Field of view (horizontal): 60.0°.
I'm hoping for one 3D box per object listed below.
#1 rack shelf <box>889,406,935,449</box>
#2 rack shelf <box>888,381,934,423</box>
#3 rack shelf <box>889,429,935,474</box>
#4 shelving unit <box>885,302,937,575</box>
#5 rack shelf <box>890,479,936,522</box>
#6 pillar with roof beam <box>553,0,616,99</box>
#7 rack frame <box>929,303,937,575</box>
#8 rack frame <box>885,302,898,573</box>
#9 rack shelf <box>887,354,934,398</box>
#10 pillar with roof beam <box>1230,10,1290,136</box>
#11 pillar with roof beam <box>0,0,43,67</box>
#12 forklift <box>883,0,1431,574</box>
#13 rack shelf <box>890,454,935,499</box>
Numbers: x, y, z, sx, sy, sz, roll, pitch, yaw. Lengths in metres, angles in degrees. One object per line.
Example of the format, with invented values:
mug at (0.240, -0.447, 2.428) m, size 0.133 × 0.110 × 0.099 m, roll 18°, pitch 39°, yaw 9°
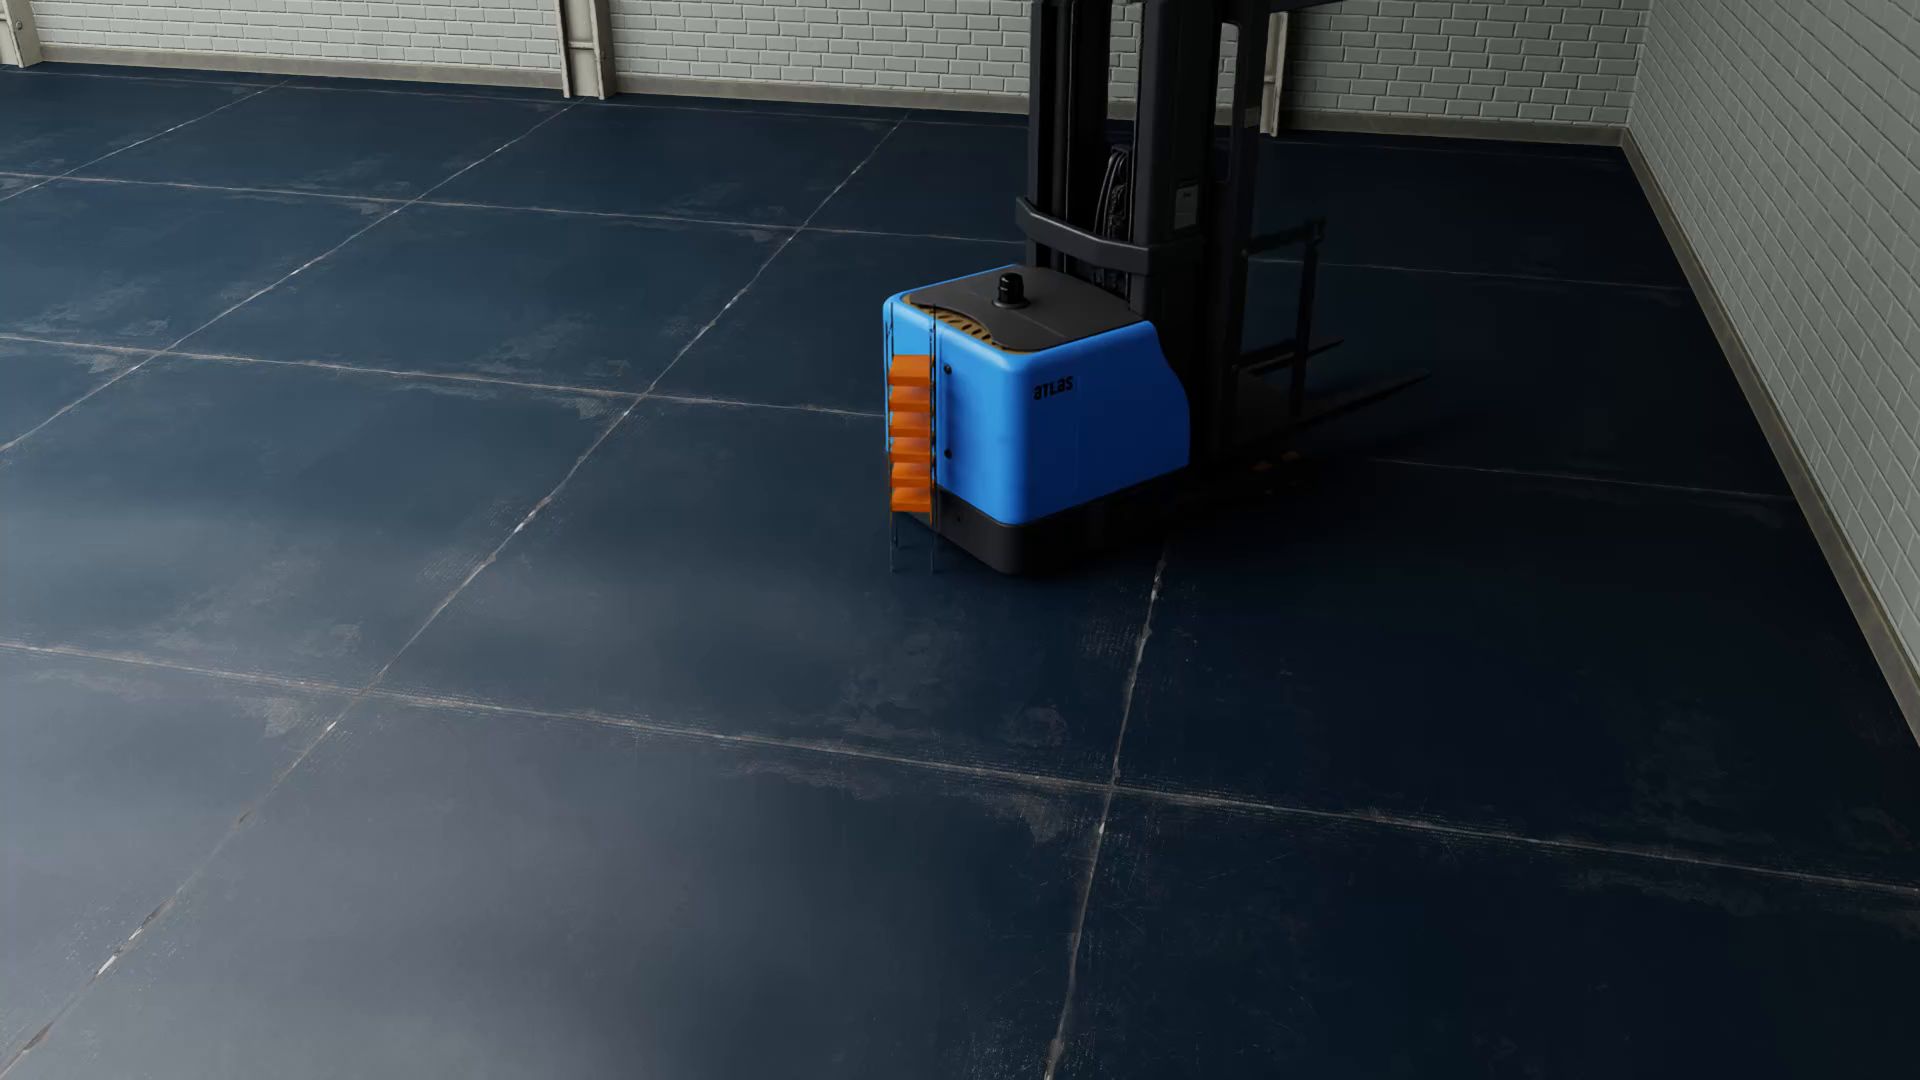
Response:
rack shelf at (-0.208, -0.497, 7.251) m, size 0.180 × 0.103 × 0.258 m, roll 2°, pitch 29°, yaw 4°
rack shelf at (-0.208, -0.603, 7.194) m, size 0.180 × 0.103 × 0.258 m, roll 2°, pitch 29°, yaw 4°
rack shelf at (-0.208, -0.392, 7.309) m, size 0.180 × 0.103 × 0.258 m, roll 2°, pitch 29°, yaw 4°
shelving unit at (-0.208, -0.431, 7.288) m, size 0.189 × 1.200 × 0.258 m, roll 2°, pitch 29°, yaw 4°
rack shelf at (-0.208, -0.182, 7.425) m, size 0.180 × 0.103 × 0.258 m, roll 2°, pitch 29°, yaw 4°
pillar with roof beam at (-4.269, -5.998, 9.334) m, size 0.400 × 9.000 × 9.100 m, roll 6°, pitch 29°, yaw 11°
rack frame at (-0.117, -0.428, 7.282) m, size 0.006 × 1.200 × 0.240 m, roll 2°, pitch 29°, yaw 4°
rack frame at (-0.299, -0.434, 7.293) m, size 0.006 × 1.200 × 0.240 m, roll 2°, pitch 29°, yaw 4°
rack shelf at (-0.208, -0.708, 7.136) m, size 0.180 × 0.103 × 0.258 m, roll 2°, pitch 29°, yaw 4°
pillar with roof beam at (1.599, -5.396, 8.235) m, size 0.400 × 9.000 × 9.100 m, roll 6°, pitch 29°, yaw 11°
pillar with roof beam at (-10.137, -6.599, 10.433) m, size 0.400 × 9.000 × 9.100 m, roll 6°, pitch 29°, yaw 11°
forklift at (1.121, -1.686, 7.778) m, size 3.031 × 2.935 × 1.130 m, roll -20°, pitch 34°, yaw -32°
rack shelf at (-0.208, -0.287, 7.367) m, size 0.180 × 0.103 × 0.258 m, roll 2°, pitch 29°, yaw 4°
